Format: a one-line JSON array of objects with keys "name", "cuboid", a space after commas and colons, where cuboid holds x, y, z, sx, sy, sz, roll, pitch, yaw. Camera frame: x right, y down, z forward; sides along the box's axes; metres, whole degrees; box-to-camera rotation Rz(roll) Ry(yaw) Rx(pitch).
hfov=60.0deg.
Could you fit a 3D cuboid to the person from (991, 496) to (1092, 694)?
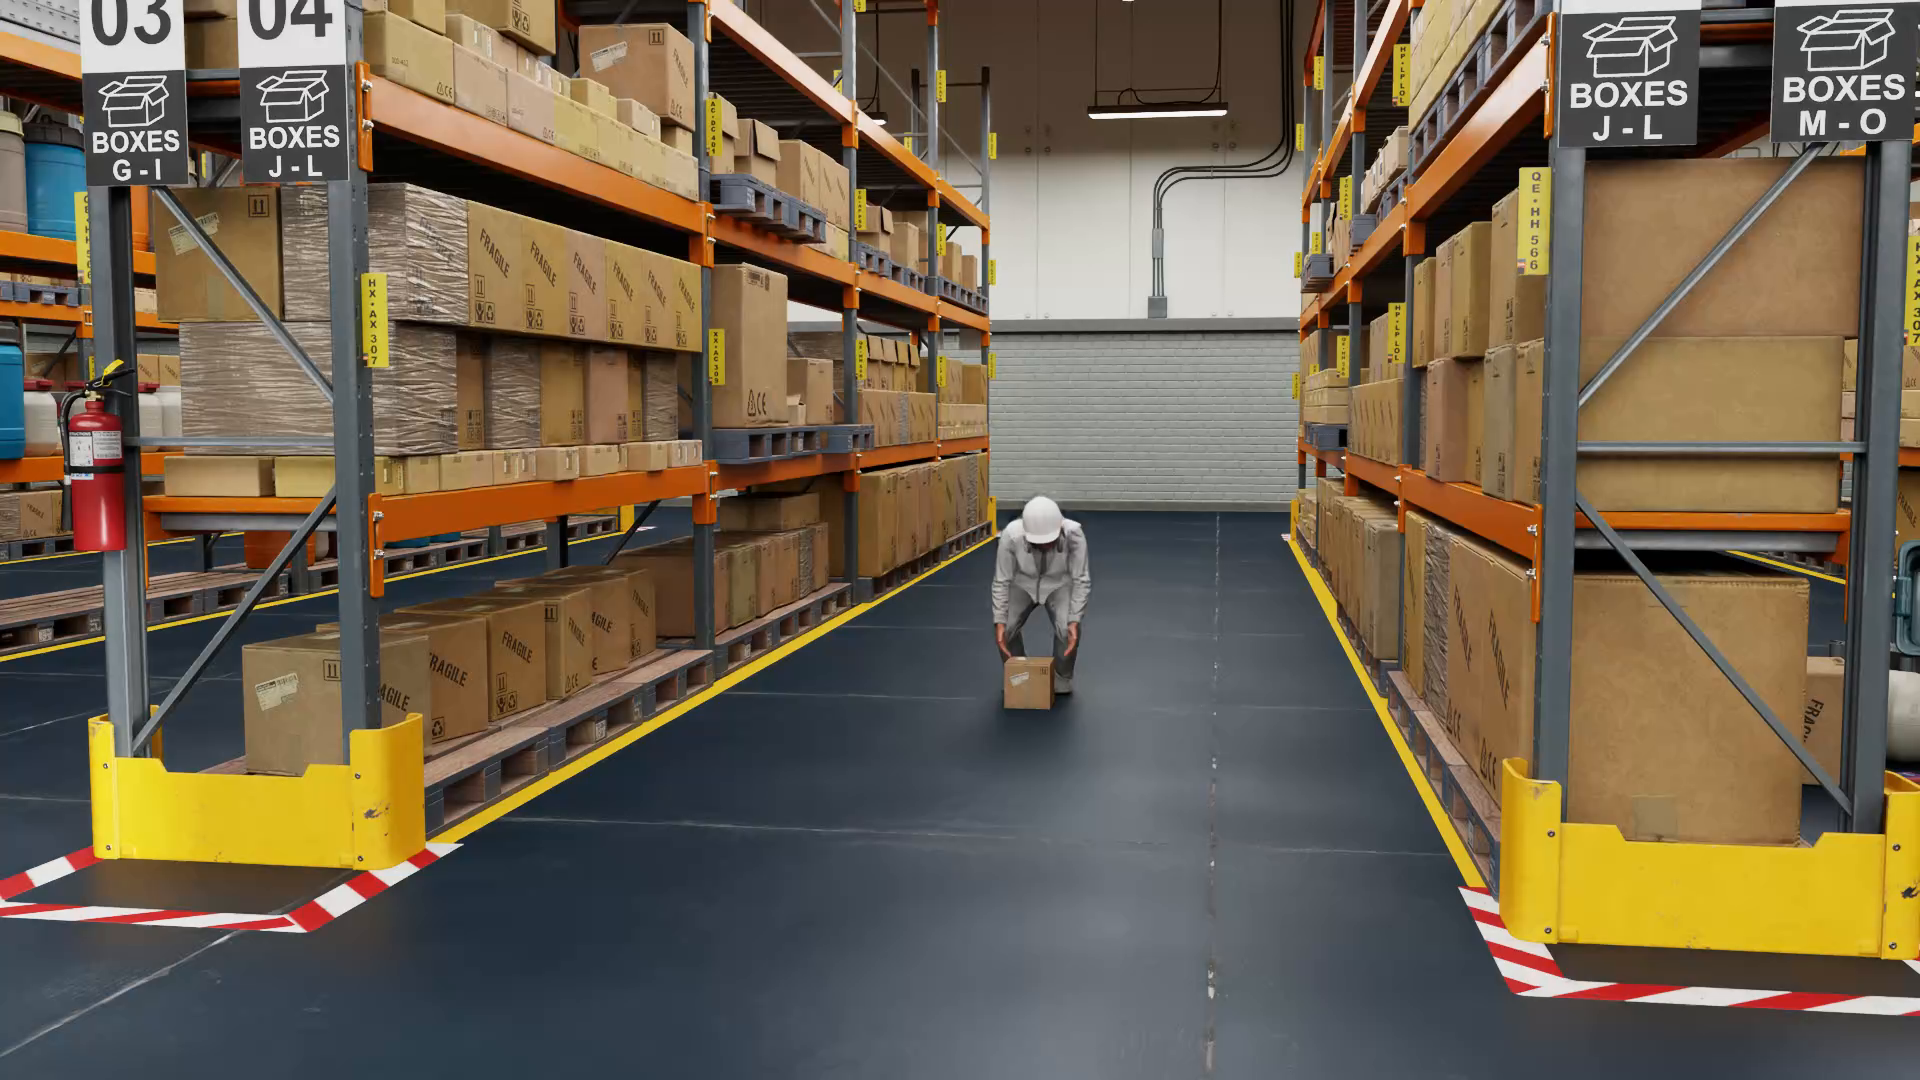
[{"name": "person", "cuboid": [0.479, 0.310, 9.483, 0.564, 1.154, 0.869, 1, 4, 9]}]
